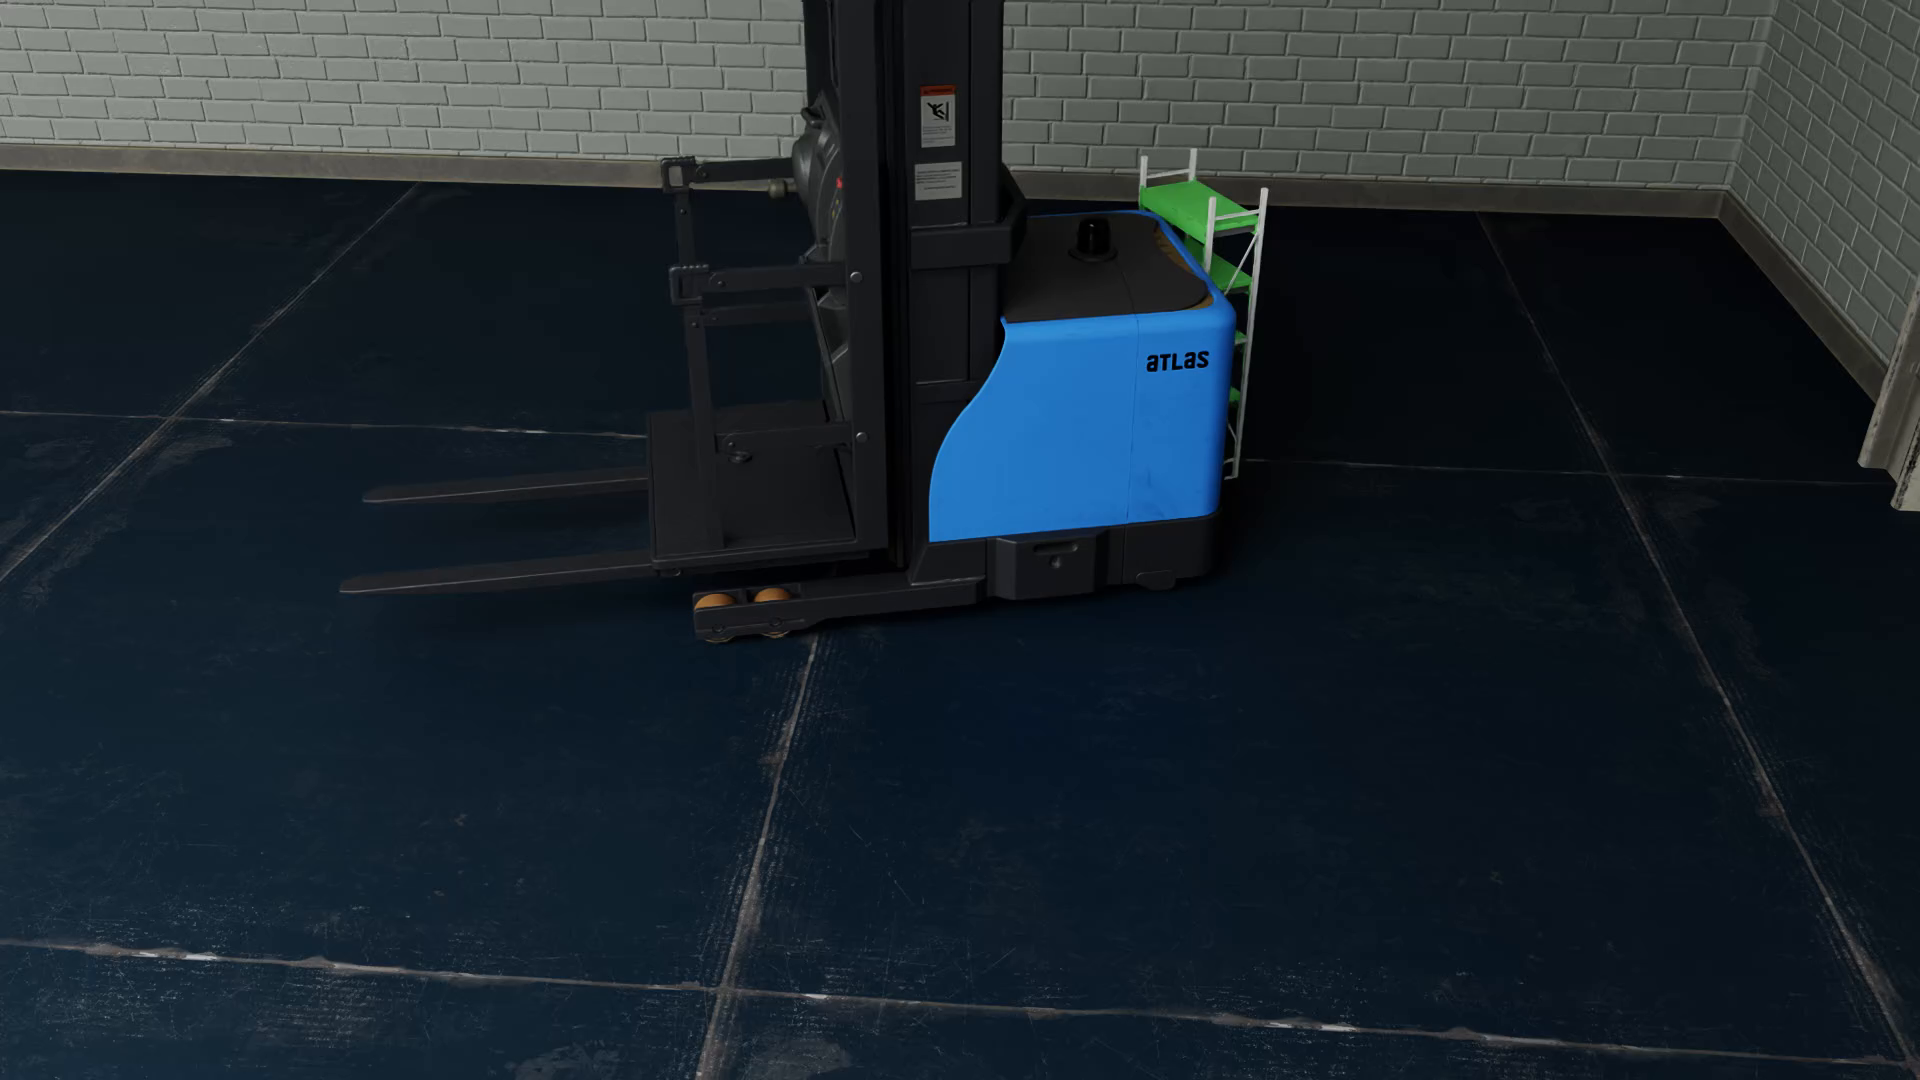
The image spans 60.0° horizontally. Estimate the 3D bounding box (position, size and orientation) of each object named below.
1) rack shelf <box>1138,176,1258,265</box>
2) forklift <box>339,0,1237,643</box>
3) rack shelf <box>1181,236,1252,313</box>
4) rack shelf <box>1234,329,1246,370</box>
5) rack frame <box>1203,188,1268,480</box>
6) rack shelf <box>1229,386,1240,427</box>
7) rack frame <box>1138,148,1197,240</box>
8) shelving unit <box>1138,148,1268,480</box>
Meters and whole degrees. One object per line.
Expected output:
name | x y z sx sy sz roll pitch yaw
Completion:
rack shelf | 0.903 -1.211 6.277 0.258 0.148 0.480 -13 34 -21
forklift | -0.639 -1.197 5.398 3.031 2.935 1.130 -5 32 -9
rack shelf | 0.902 -1.007 6.402 0.258 0.148 0.480 -13 34 -21
rack shelf | 0.900 -0.802 6.528 0.258 0.148 0.480 -13 34 -21
rack frame | 1.003 -0.740 6.306 0.240 1.200 0.015 -13 34 -21
rack shelf | 0.899 -0.597 6.653 0.258 0.148 0.480 -13 34 -21
rack frame | 0.799 -0.973 6.683 0.240 1.200 0.015 -13 34 -21
shelving unit | 0.901 -0.856 6.494 0.258 1.200 0.503 -13 34 -21
